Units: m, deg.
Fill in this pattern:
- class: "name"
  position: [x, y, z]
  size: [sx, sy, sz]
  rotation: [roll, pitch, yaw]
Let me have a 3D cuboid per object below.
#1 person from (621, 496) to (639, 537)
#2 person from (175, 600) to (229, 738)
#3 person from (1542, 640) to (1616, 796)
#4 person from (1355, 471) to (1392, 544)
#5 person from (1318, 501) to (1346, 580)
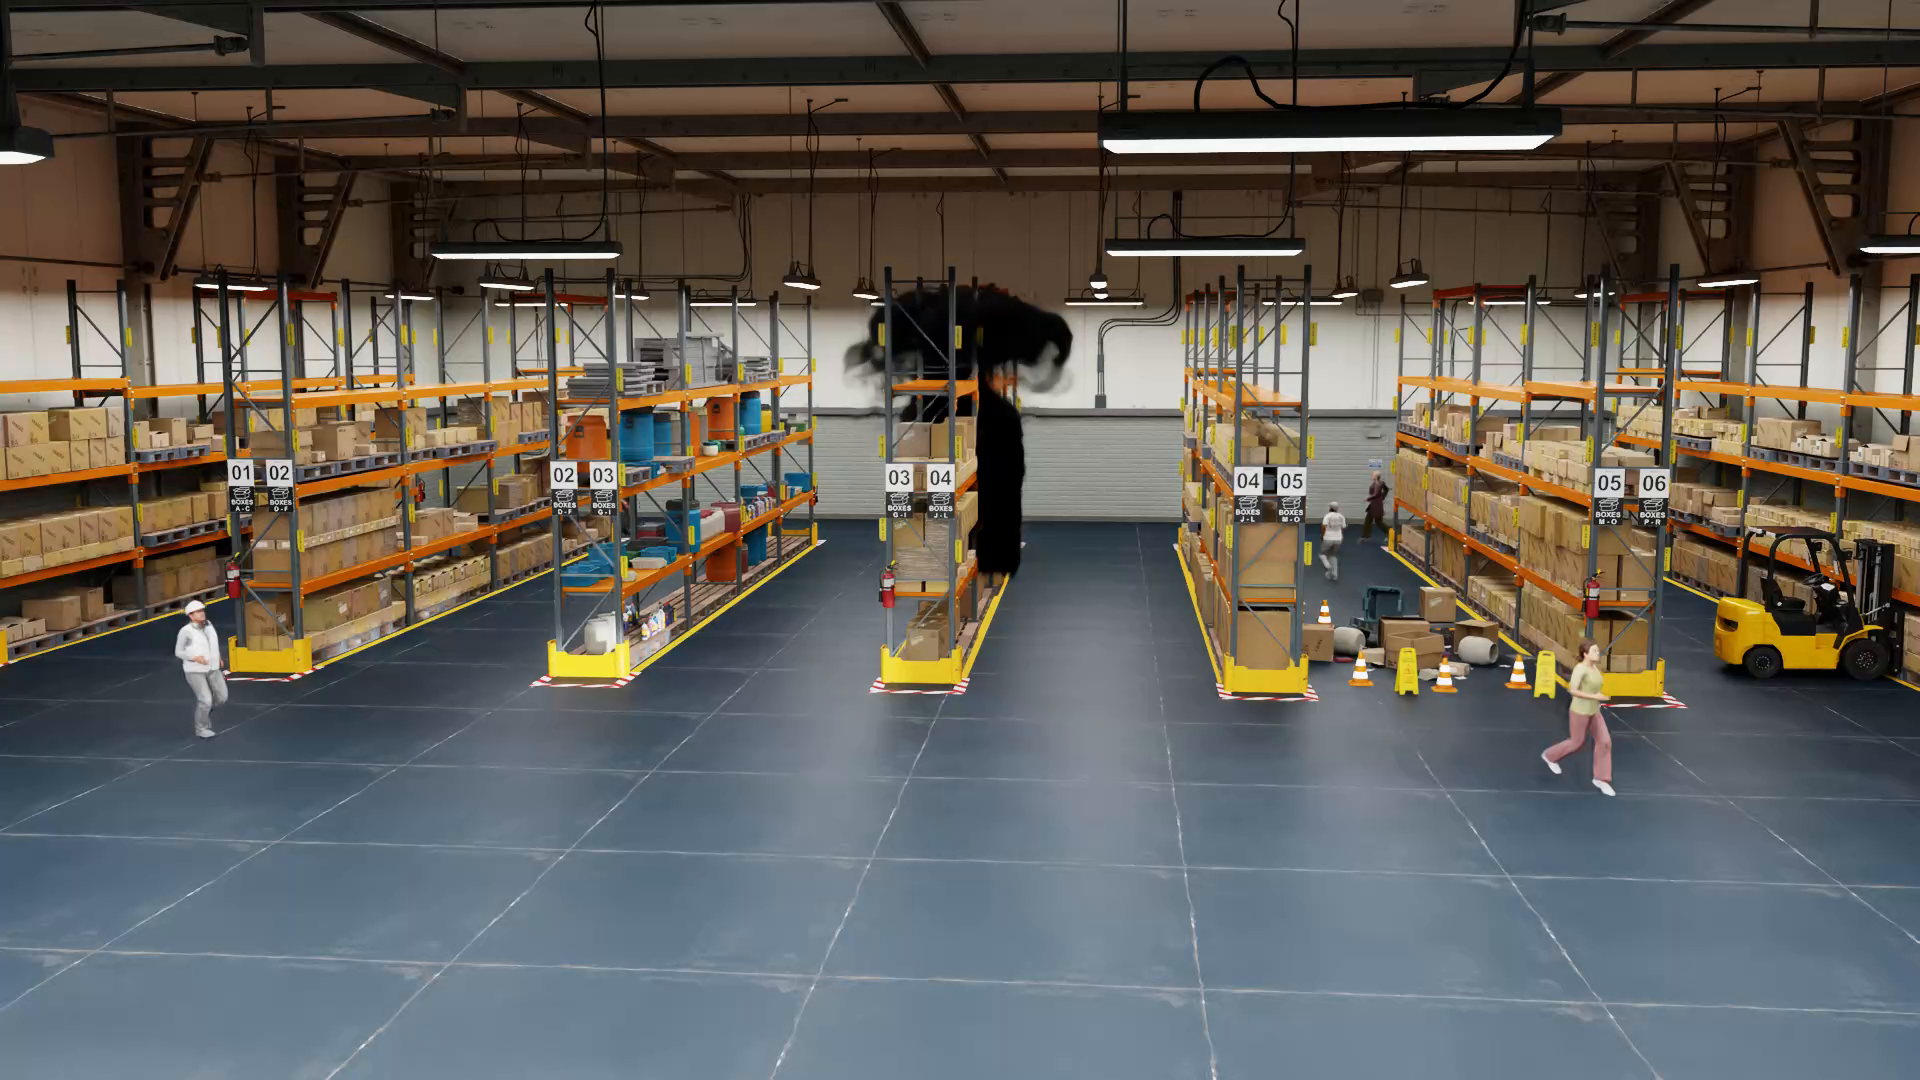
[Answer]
- class: "person"
  position: [-8.335, -0.870, 41.703]
  size: [0.523, 1.666, 0.714]
  rotation: [2, 7, 17]
- class: "person"
  position: [-9.481, 1.617, 20.861]
  size: [0.597, 1.724, 0.654]
  rotation: [4, 8, 27]
- class: "person"
  position: [6.927, 1.949, 18.544]
  size: [0.608, 1.710, 0.922]
  rotation: [-6, 9, -41]
- class: "person"
  position: [10.124, -0.778, 40.340]
  size: [1.017, 1.804, 0.721]
  rotation: [2, 7, 15]
- class: "person"
  position: [7.654, 0.000, 34.396]
  size: [0.593, 1.620, 0.550]
  rotation: [-1, 7, -11]
